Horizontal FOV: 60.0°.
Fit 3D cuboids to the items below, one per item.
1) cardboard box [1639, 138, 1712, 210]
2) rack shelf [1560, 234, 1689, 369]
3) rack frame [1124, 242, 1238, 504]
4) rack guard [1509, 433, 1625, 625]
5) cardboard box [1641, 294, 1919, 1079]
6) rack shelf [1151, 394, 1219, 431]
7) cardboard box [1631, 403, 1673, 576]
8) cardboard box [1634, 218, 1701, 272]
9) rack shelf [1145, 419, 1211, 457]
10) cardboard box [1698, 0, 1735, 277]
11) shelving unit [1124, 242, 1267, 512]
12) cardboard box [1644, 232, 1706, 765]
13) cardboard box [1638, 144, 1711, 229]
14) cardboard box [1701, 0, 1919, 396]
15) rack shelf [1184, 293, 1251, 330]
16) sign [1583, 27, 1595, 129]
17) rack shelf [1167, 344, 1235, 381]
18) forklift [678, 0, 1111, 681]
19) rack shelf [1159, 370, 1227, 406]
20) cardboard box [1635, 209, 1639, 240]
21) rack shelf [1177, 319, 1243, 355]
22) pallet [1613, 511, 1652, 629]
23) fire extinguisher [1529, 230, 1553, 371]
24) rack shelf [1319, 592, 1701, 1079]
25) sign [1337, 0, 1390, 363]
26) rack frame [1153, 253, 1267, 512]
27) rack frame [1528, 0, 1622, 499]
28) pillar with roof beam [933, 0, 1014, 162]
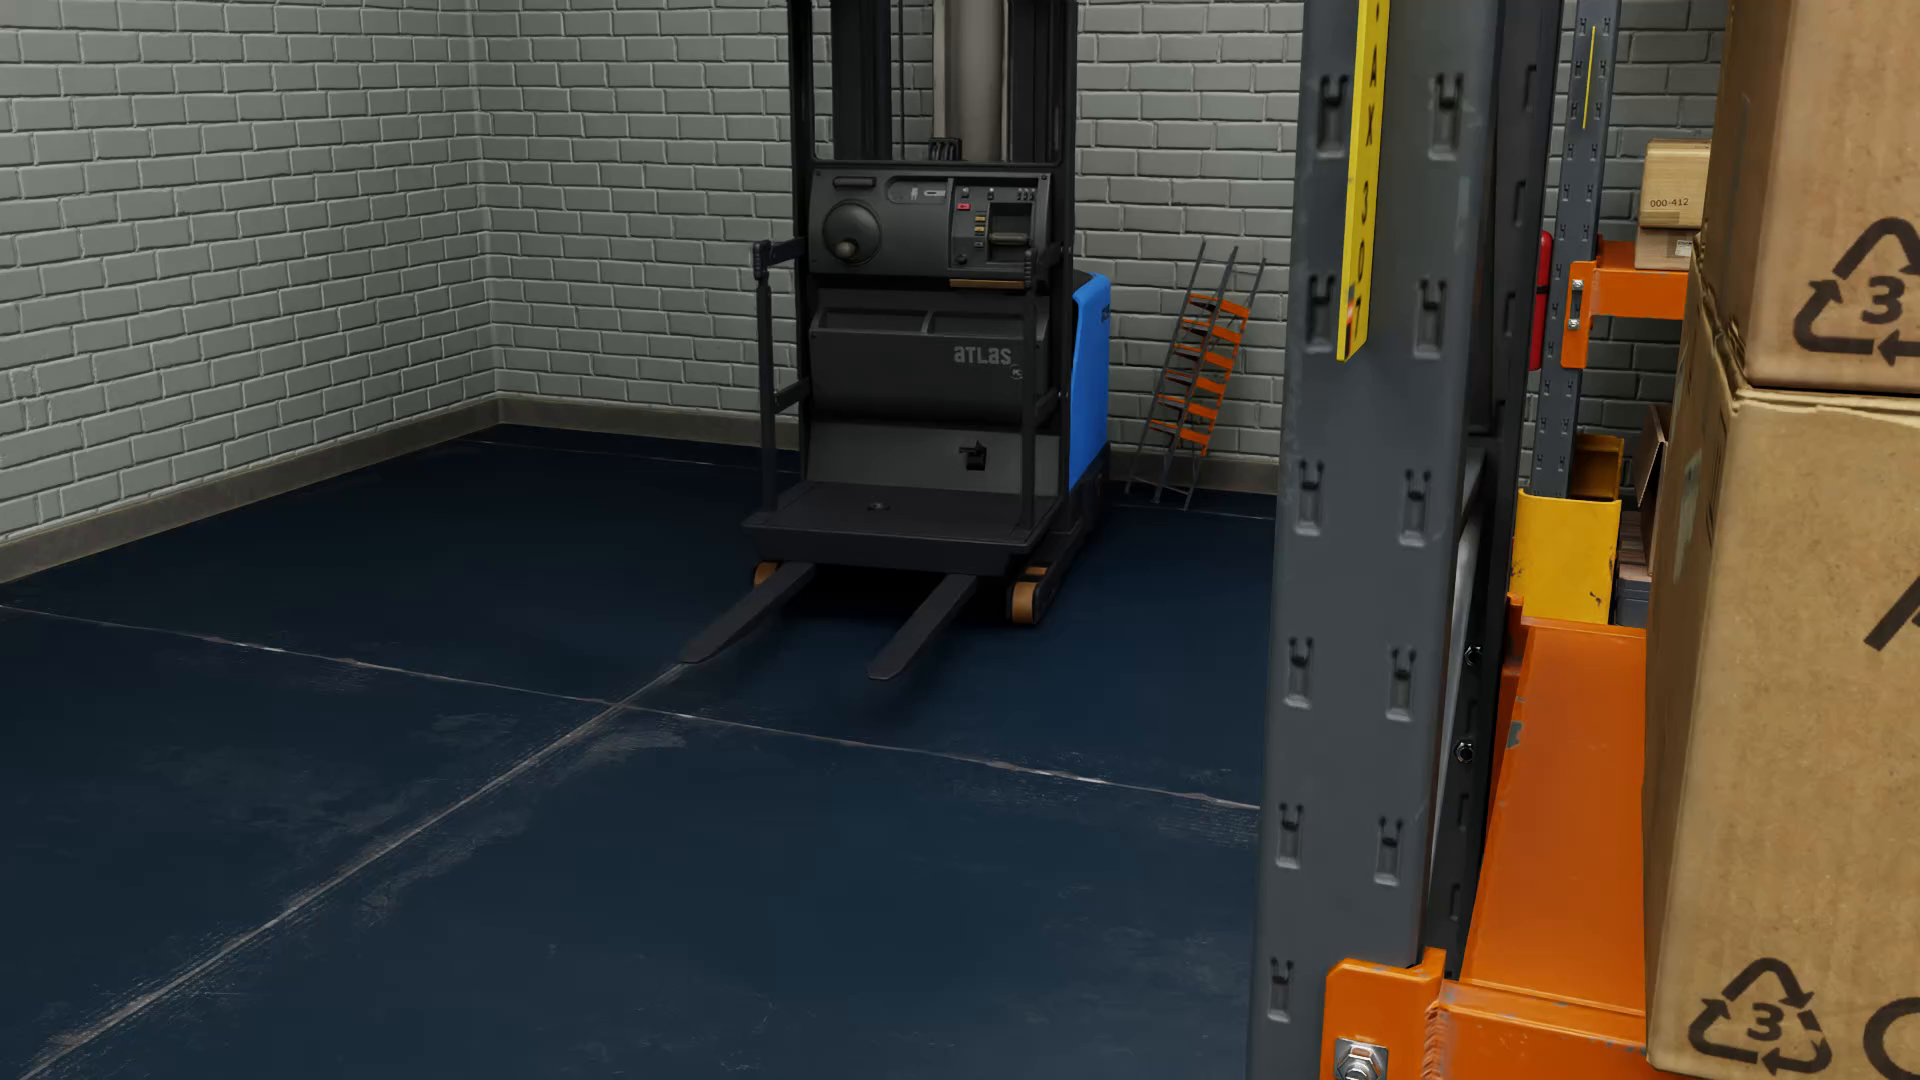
[{"bbox_3d":[2.816,-1.353,6.190,0.500,0.250,0.500,7,18,22],"label":"cardboard box"},{"bbox_3d":[4.152,-0.710,5.531,4.000,0.370,1.077,6,17,21],"label":"rack shelf"},{"bbox_3d":[1.000,-0.763,7.549,0.006,1.200,0.240,14,6,-35],"label":"rack frame"},{"bbox_3d":[2.362,-0.052,6.457,0.348,0.500,1.175,6,17,21],"label":"rack guard"},{"bbox_3d":[0.814,0.103,1.260,0.500,0.500,0.500,6,17,20],"label":"cardboard box"},{"bbox_3d":[1.025,-0.589,7.616,0.180,0.103,0.258,14,6,-35],"label":"rack shelf"},{"bbox_3d":[2.825,-0.176,6.125,0.637,0.503,0.797,6,17,18],"label":"cardboard box"},{"bbox_3d":[2.496,-1.035,5.810,0.250,0.149,0.380,6,17,20],"label":"cardboard box"},{"bbox_3d":[0.990,-0.475,7.626,0.180,0.103,0.258,14,6,-35],"label":"rack shelf"},{"bbox_3d":[1.009,-0.513,1.589,0.500,0.500,0.500,7,18,22],"label":"cardboard box"},{"bbox_3d":[1.073,-0.746,7.602,0.189,1.200,0.258,14,6,-35],"label":"shelving unit"},{"bbox_3d":[1.019,-0.040,1.752,0.500,0.500,0.500,6,17,21],"label":"cardboard box"},{"bbox_3d":[2.614,-1.215,5.714,0.500,0.250,0.500,6,17,21],"label":"cardboard box"},{"bbox_3d":[0.815,-0.378,1.123,0.500,0.500,0.500,6,17,19],"label":"cardboard box"},{"bbox_3d":[1.165,-1.046,7.575,0.180,0.103,0.258,14,6,-35],"label":"rack shelf"},{"bbox_3d":[2.092,-1.536,5.530,0.005,0.325,0.100,6,17,21],"label":"sign"},{"bbox_3d":[1.095,-0.818,7.596,0.180,0.103,0.258,14,6,-35],"label":"rack shelf"},{"bbox_3d":[-0.170,-1.211,6.086,1.130,2.935,3.031,4,17,14],"label":"forklift"},{"bbox_3d":[1.060,-0.703,7.606,0.180,0.103,0.258,14,6,-35],"label":"rack shelf"},{"bbox_3d":[2.698,-1.176,6.293,0.250,0.149,0.380,6,17,20],"label":"cardboard box"},{"bbox_3d":[1.130,-0.932,7.586,0.180,0.103,0.258,14,6,-35],"label":"rack shelf"},{"bbox_3d":[3.104,0.168,6.217,1.213,0.211,1.003,6,17,21],"label":"pallet"},{"bbox_3d":[1.985,-0.939,5.837,0.183,0.674,0.296,6,17,21],"label":"fire extinguisher"},{"bbox_3d":[2.334,0.577,1.095,4.000,0.370,1.077,6,17,21],"label":"rack shelf"},{"bbox_3d":[0.264,-0.283,1.074,0.005,0.325,0.100,6,17,21],"label":"sign"},{"bbox_3d":[1.145,-0.728,7.655,0.006,1.200,0.240,14,6,-35],"label":"rack frame"},{"bbox_3d":[2.291,-1.261,6.135,0.127,3.000,1.000,6,17,21],"label":"rack frame"},{"bbox_3d":[-1.466,-3.535,3.208,0.400,9.000,9.100,6,17,21],"label":"pillar with roof beam"}]
